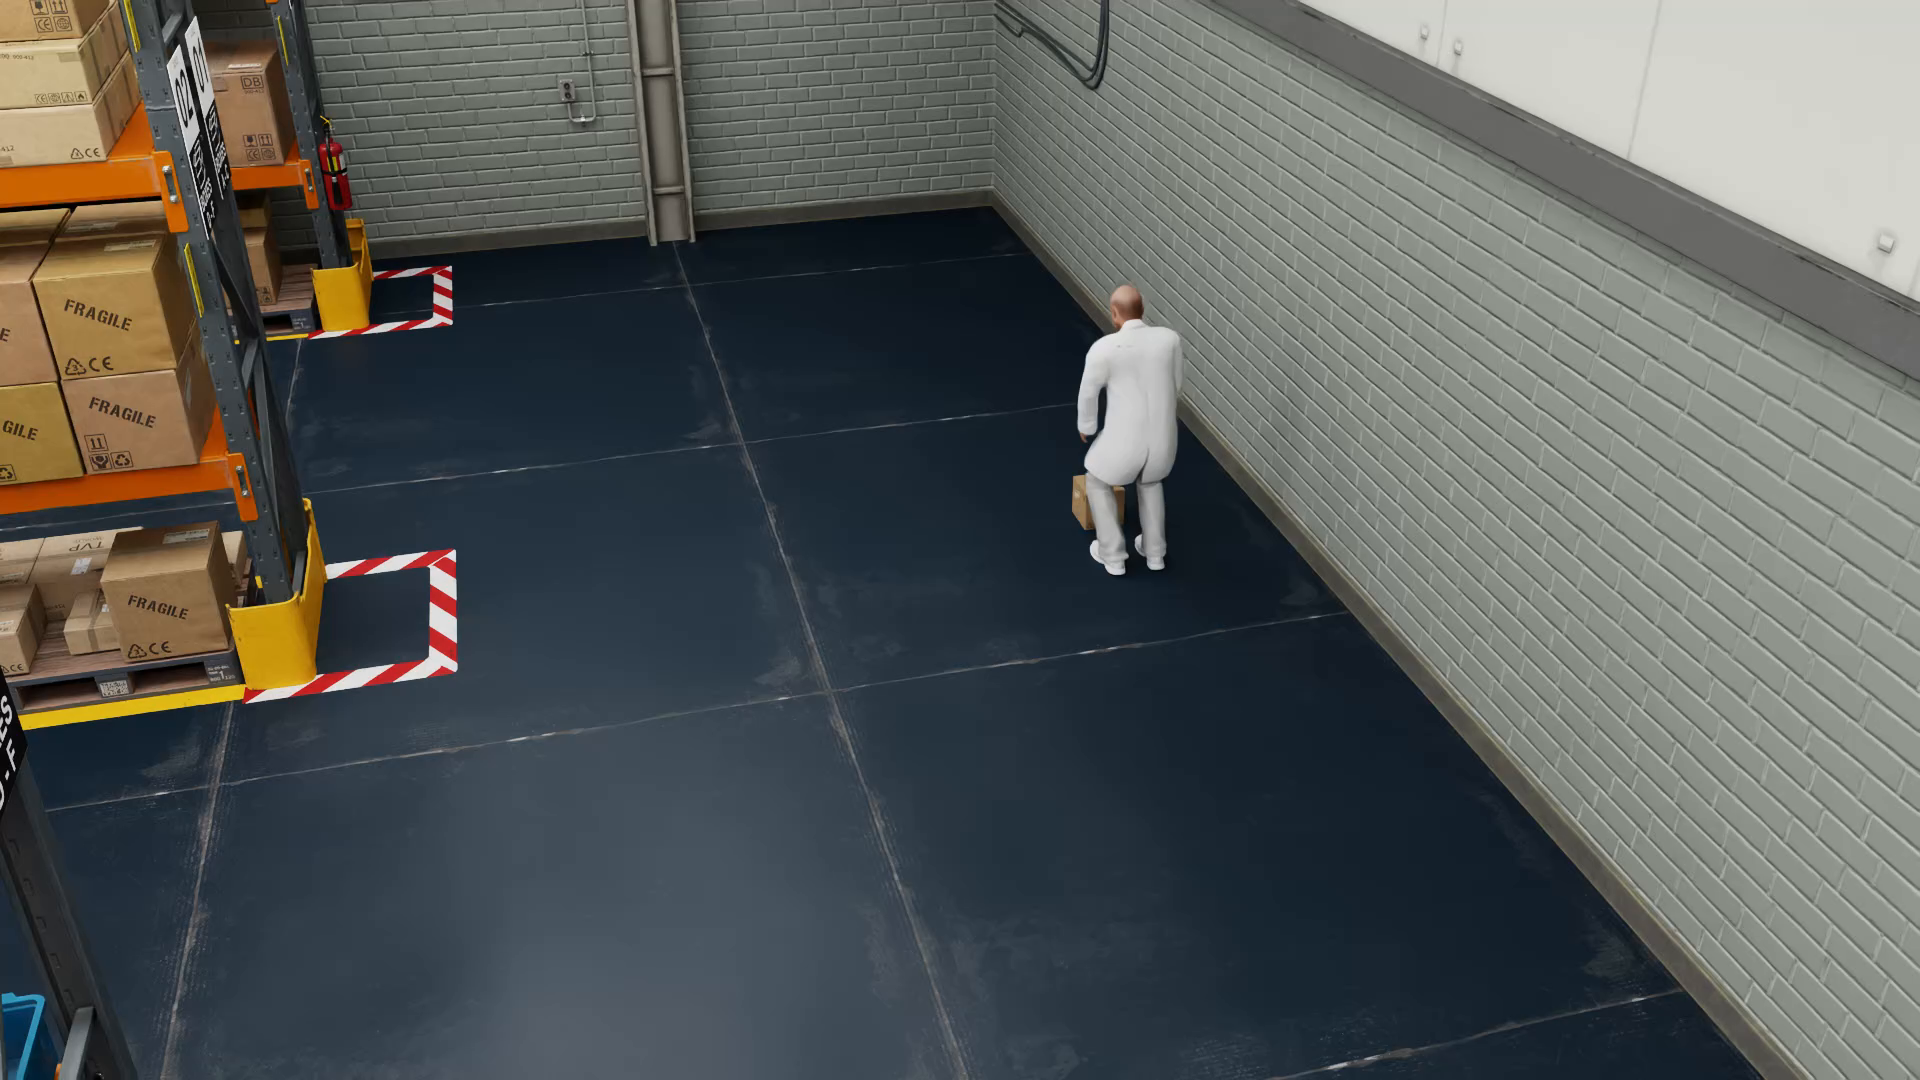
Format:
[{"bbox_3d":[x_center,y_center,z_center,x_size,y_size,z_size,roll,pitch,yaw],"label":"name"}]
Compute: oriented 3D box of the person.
[{"bbox_3d":[0.958,-0.601,9.433,0.608,1.662,0.503,-7,31,-12],"label":"person"}]
